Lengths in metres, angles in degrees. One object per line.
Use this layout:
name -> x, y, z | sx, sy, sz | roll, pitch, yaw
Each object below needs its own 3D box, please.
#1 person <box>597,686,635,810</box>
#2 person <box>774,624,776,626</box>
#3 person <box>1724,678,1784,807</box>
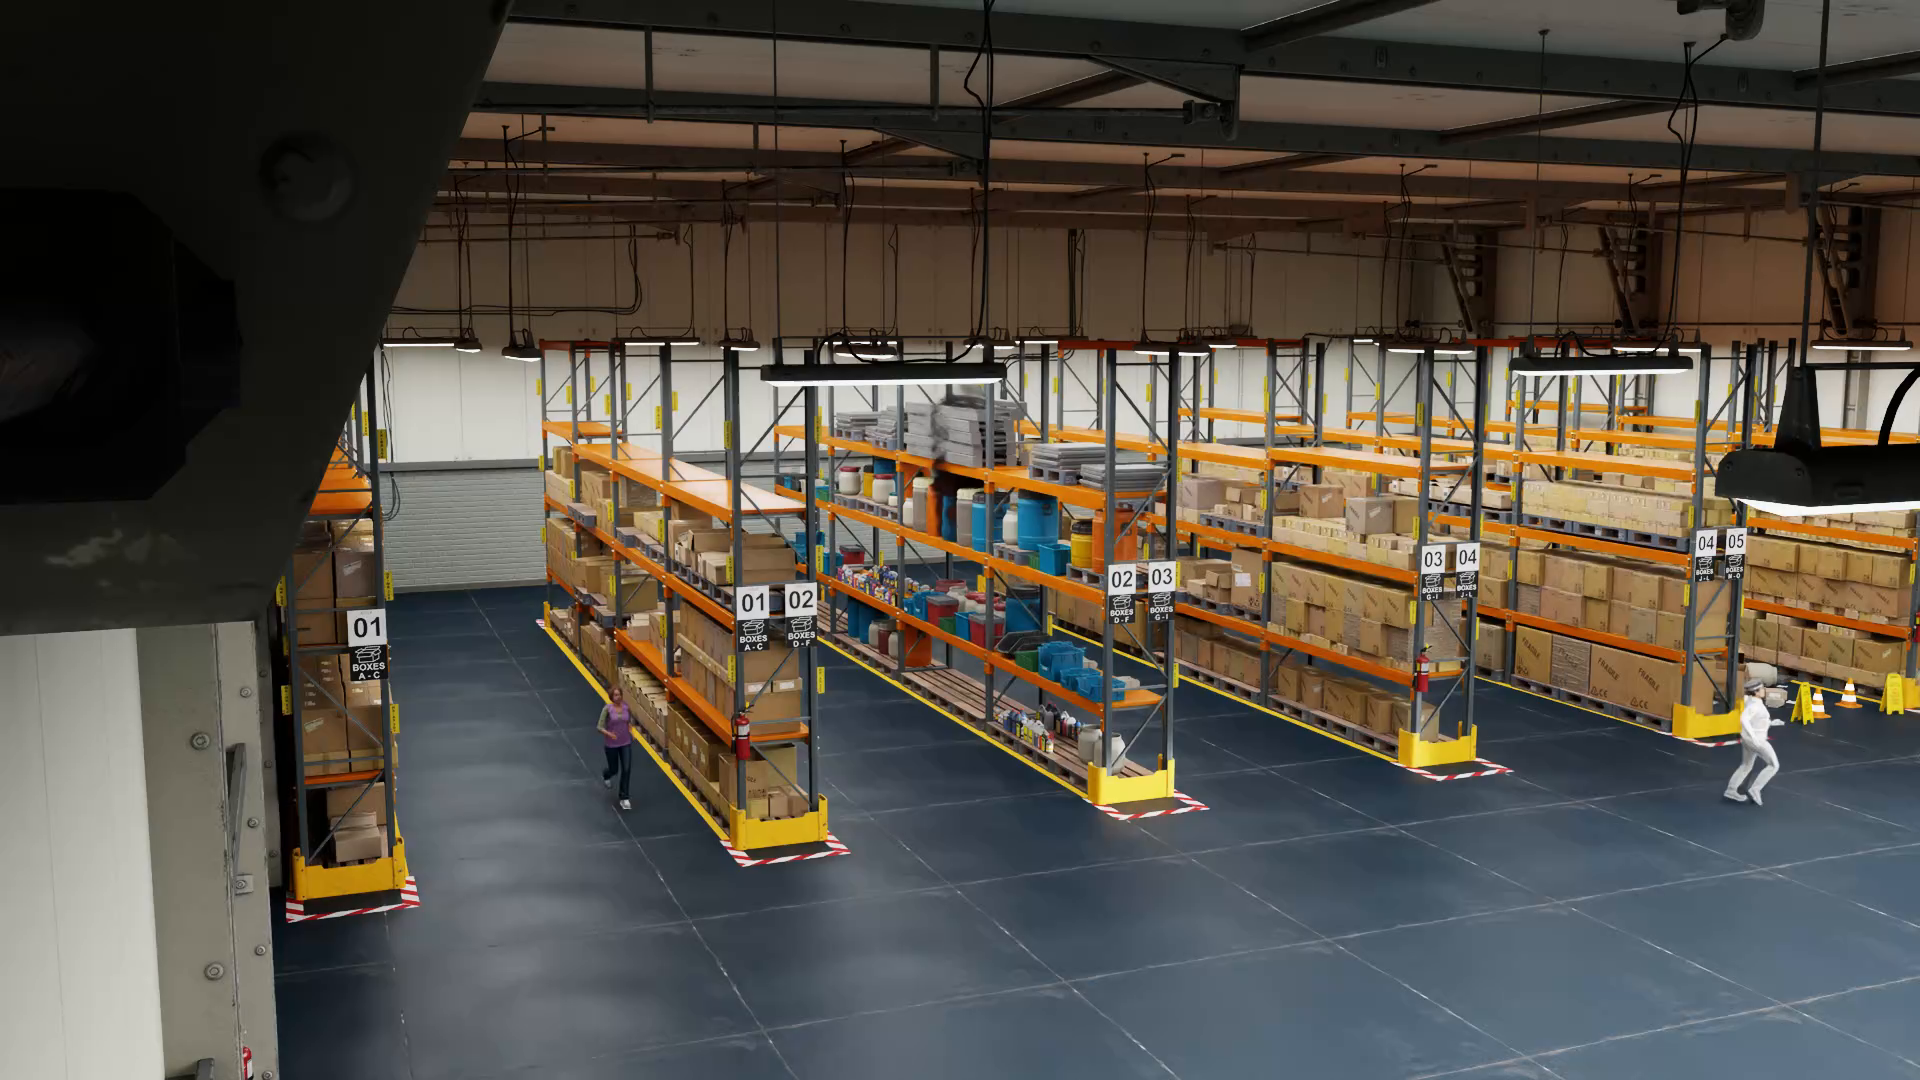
person -> -4.522, 2.750, 21.940 | 0.539, 1.498, 0.831 | -4, 9, -30
person -> -3.400, 1.428, 29.377 | 0.543, 1.728, 0.810 | -4, 9, -30
person -> 10.480, 2.656, 21.898 | 0.685, 1.706, 0.579 | 1, 8, 9
